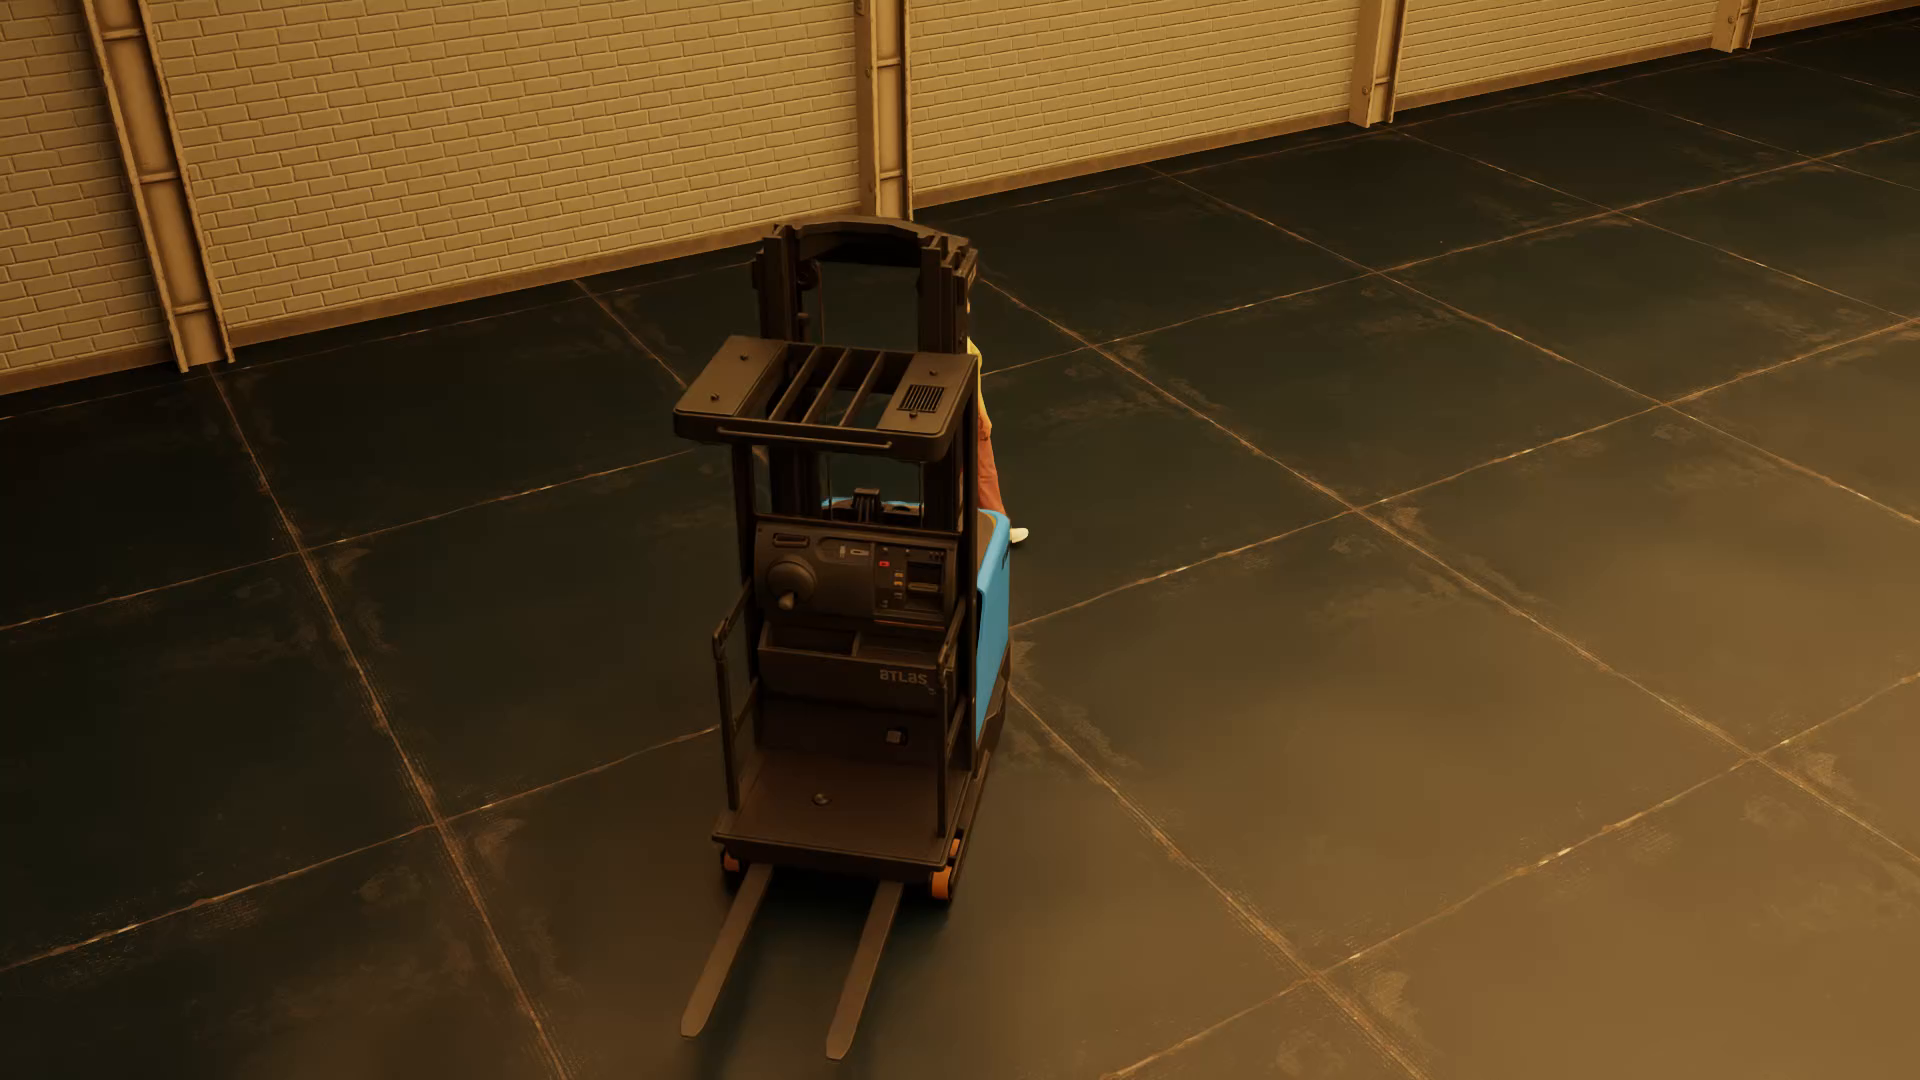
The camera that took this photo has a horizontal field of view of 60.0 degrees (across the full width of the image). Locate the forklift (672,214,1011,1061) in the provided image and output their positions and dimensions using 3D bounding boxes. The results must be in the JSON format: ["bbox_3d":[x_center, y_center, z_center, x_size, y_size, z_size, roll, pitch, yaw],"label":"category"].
[{"bbox_3d":[-0.513,0.206,7.302,1.130,2.935,3.031,6,31,9],"label":"forklift"}]

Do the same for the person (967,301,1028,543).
[{"bbox_3d":[0.069,-0.774,10.069,0.548,1.674,0.552,-17,35,-26],"label":"person"}]
